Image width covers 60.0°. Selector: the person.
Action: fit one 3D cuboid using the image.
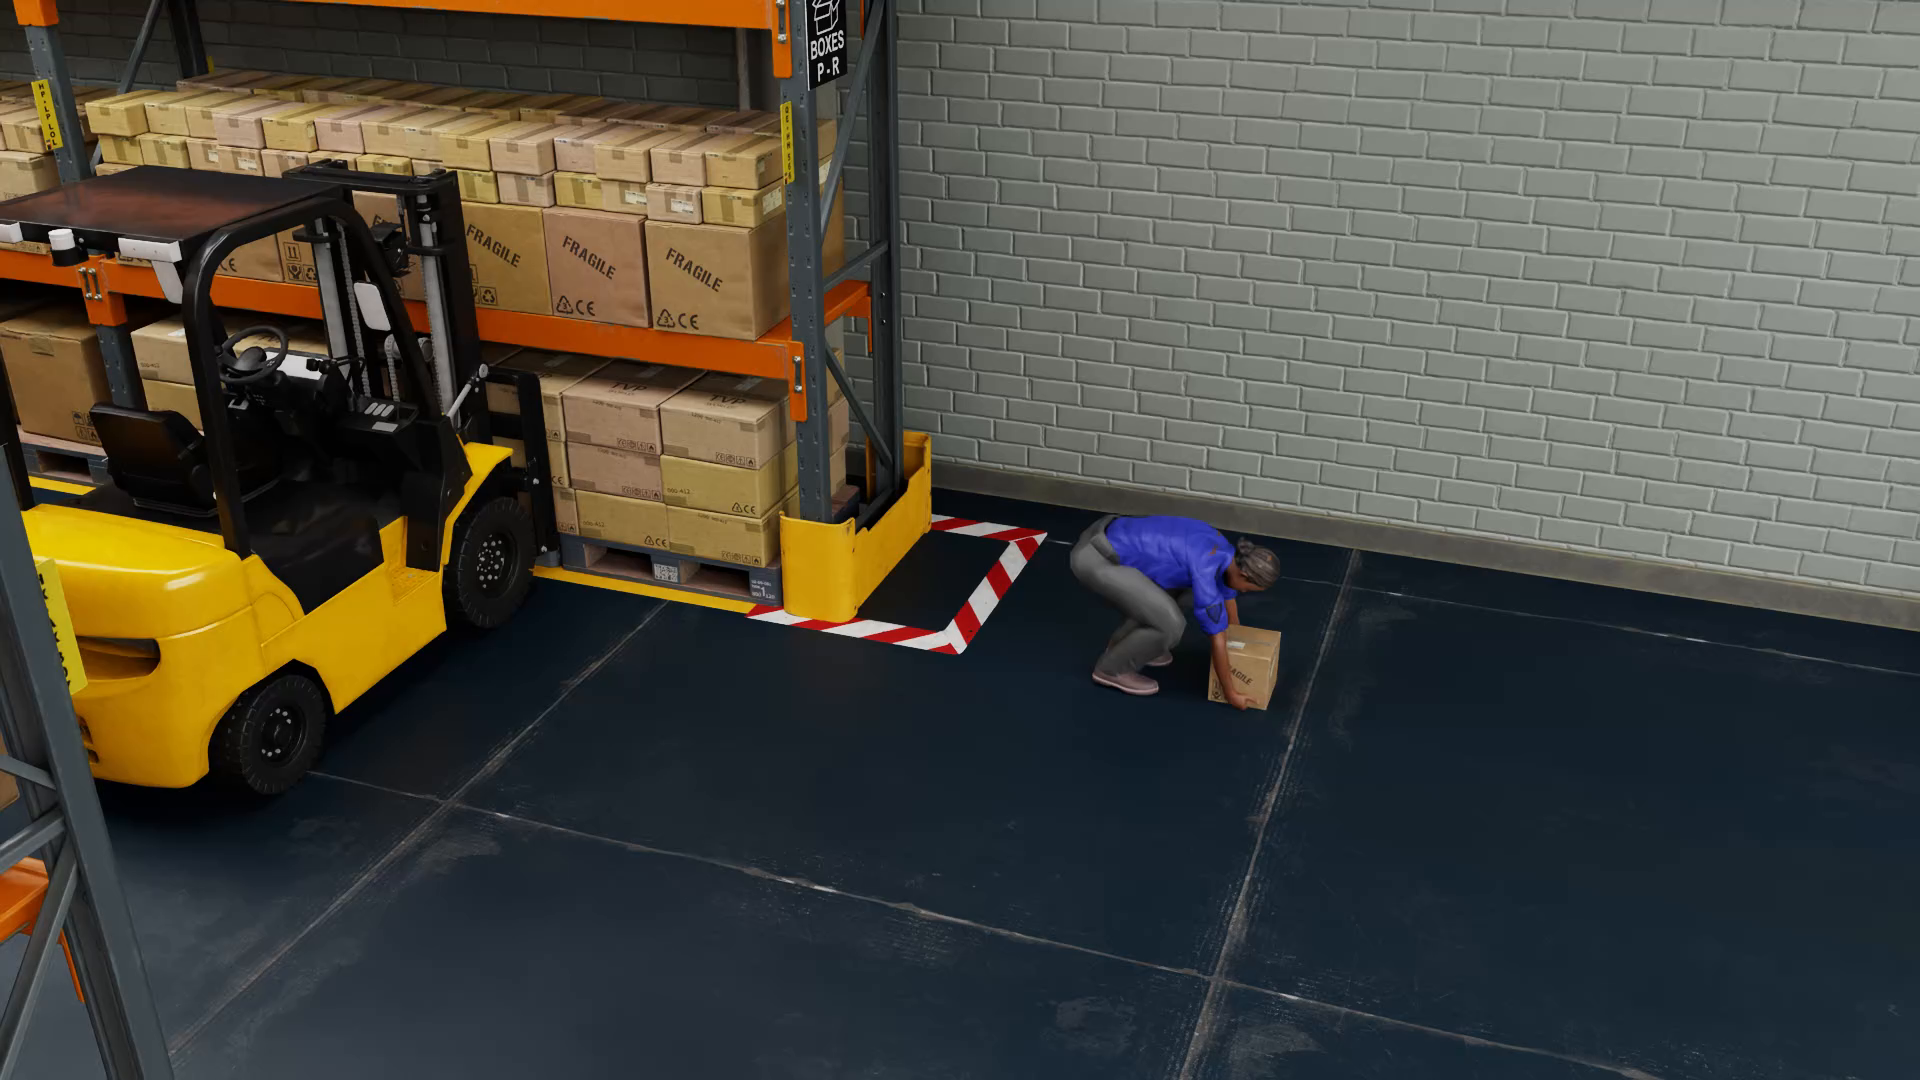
[{"bbox_3d":[0.909,0.277,7.109,0.873,0.775,0.468,8,27,16],"label":"person"}]
